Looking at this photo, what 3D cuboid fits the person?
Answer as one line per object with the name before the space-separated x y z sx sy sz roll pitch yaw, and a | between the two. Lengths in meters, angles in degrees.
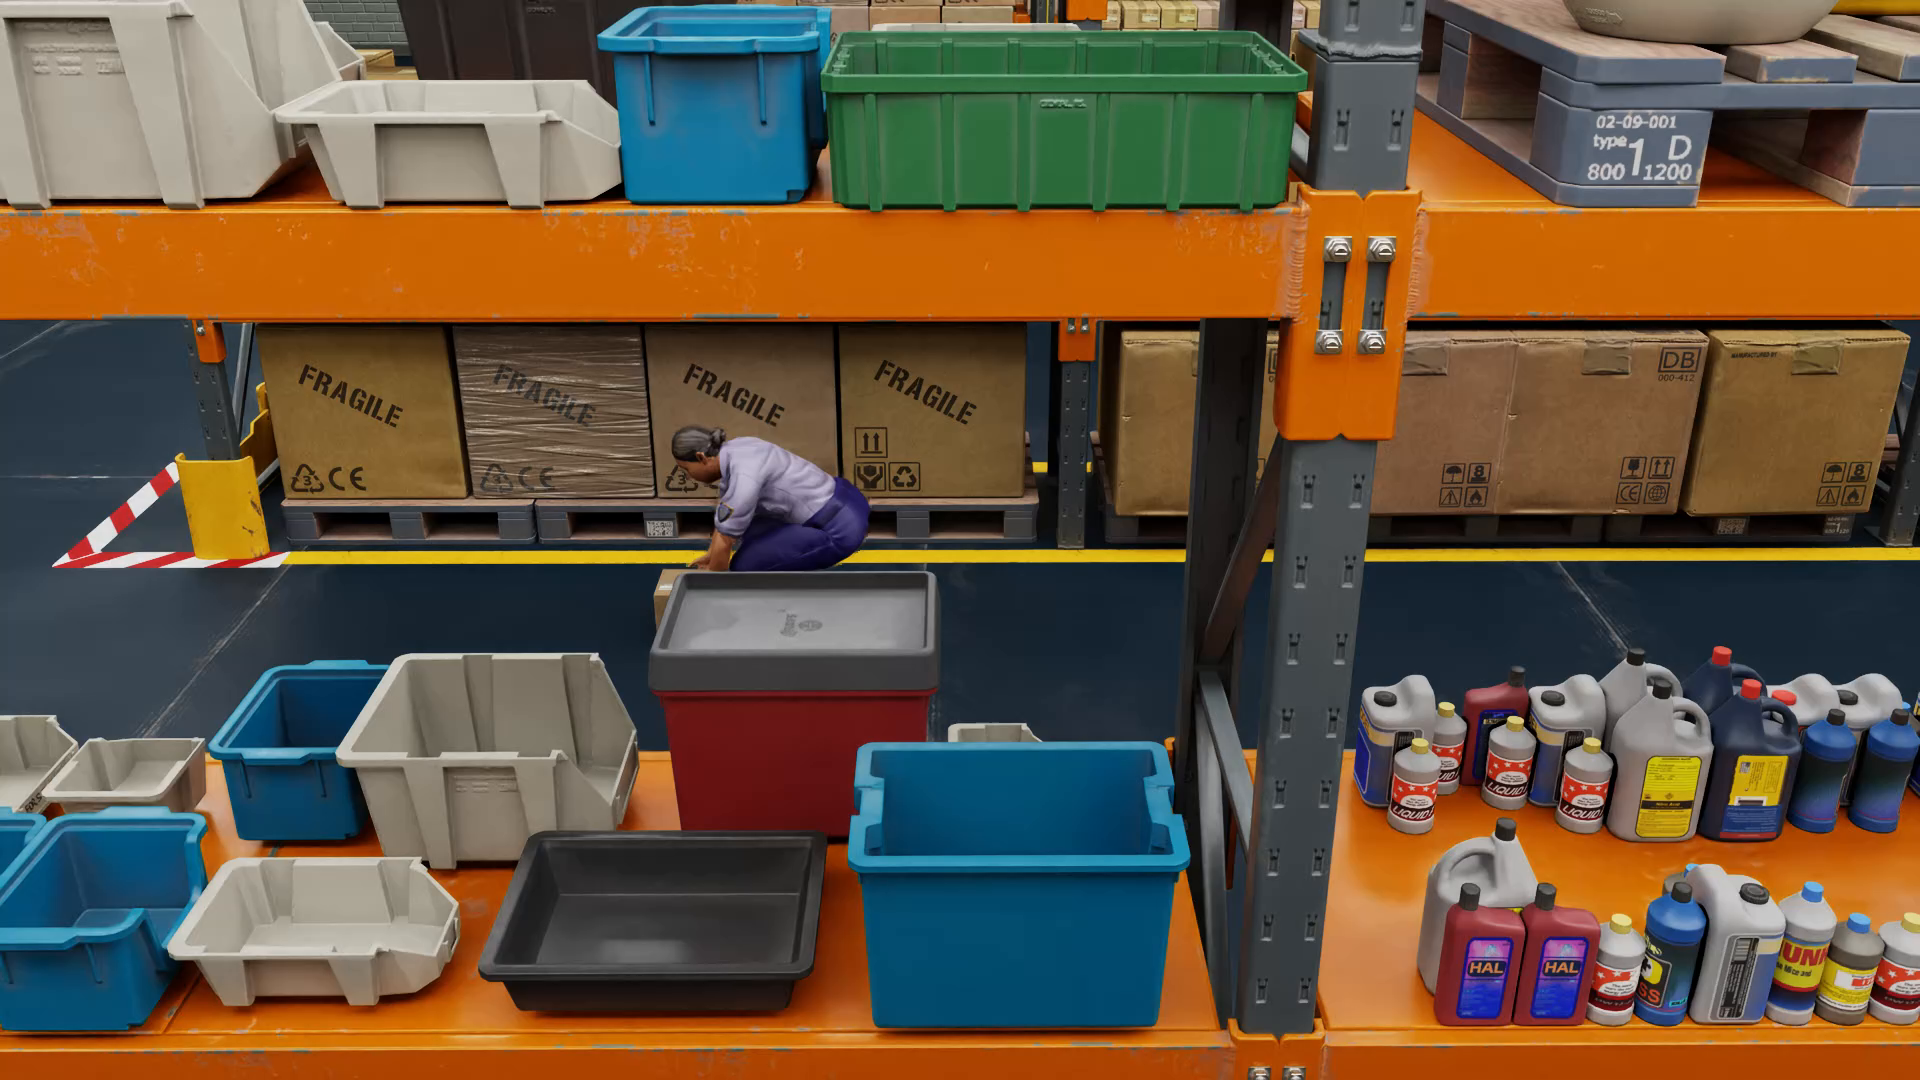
person | -0.784 -0.034 7.009 0.806 0.985 0.527 0 24 -1
